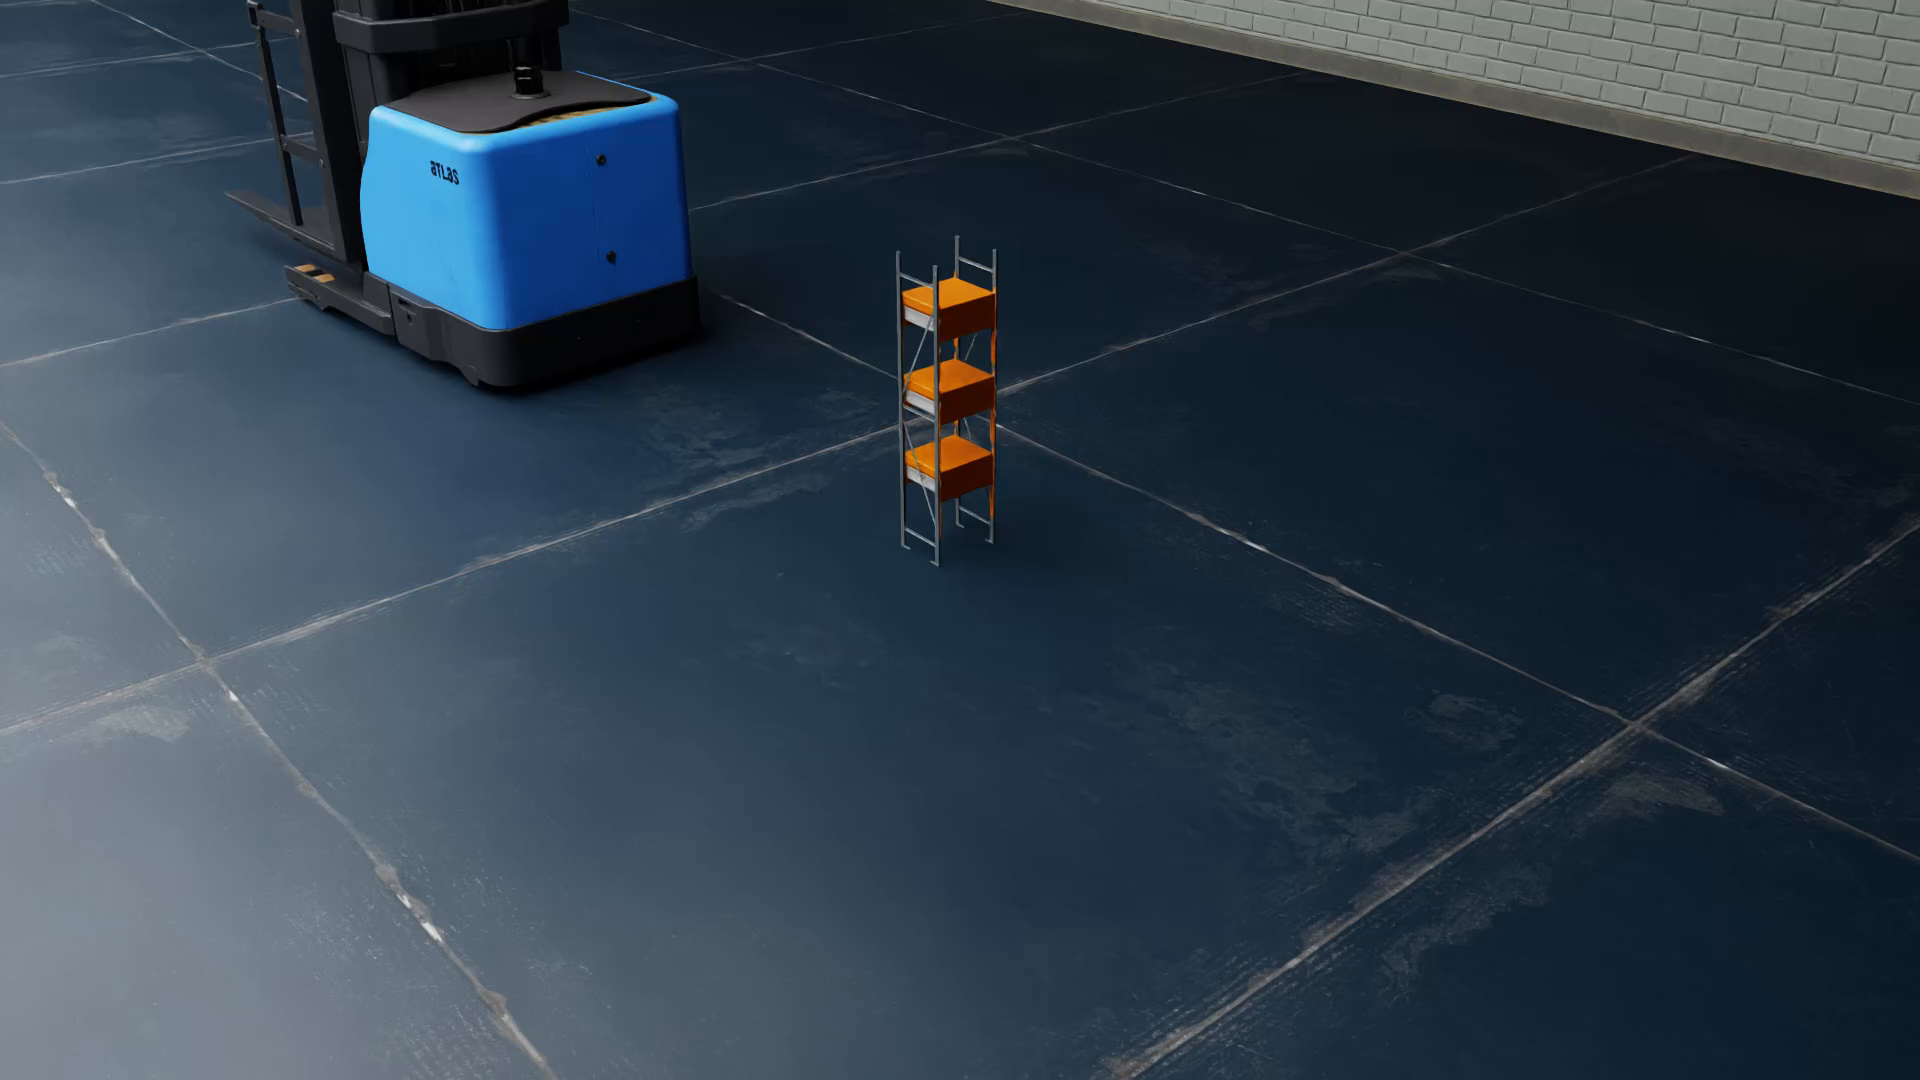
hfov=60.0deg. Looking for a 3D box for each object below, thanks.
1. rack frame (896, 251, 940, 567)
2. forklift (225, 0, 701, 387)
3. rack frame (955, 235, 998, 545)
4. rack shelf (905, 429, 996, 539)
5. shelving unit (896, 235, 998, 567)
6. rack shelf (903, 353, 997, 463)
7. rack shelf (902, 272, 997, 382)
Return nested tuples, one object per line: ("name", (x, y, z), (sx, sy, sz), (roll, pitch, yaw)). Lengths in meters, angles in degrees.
("rack frame", (-0.134, -0.409, 5.402), (0.008, 1.050, 0.200), (-22, 35, -35))
("forklift", (-2.541, -2.515, 7.346), (1.130, 2.935, 3.031), (-25, 37, -38))
("rack frame", (0.052, -0.484, 5.542), (0.008, 1.050, 0.200), (-22, 35, -35))
("rack shelf", (-0.041, -0.192, 5.608), (0.240, 0.259, 0.215), (-22, 35, -35))
("shelving unit", (-0.041, -0.447, 5.472), (0.252, 1.050, 0.215), (-22, 35, -35))
("rack shelf", (-0.041, -0.437, 5.477), (0.240, 0.259, 0.215), (-22, 35, -35))
("rack shelf", (-0.041, -0.688, 5.343), (0.240, 0.259, 0.215), (-22, 35, -35))
